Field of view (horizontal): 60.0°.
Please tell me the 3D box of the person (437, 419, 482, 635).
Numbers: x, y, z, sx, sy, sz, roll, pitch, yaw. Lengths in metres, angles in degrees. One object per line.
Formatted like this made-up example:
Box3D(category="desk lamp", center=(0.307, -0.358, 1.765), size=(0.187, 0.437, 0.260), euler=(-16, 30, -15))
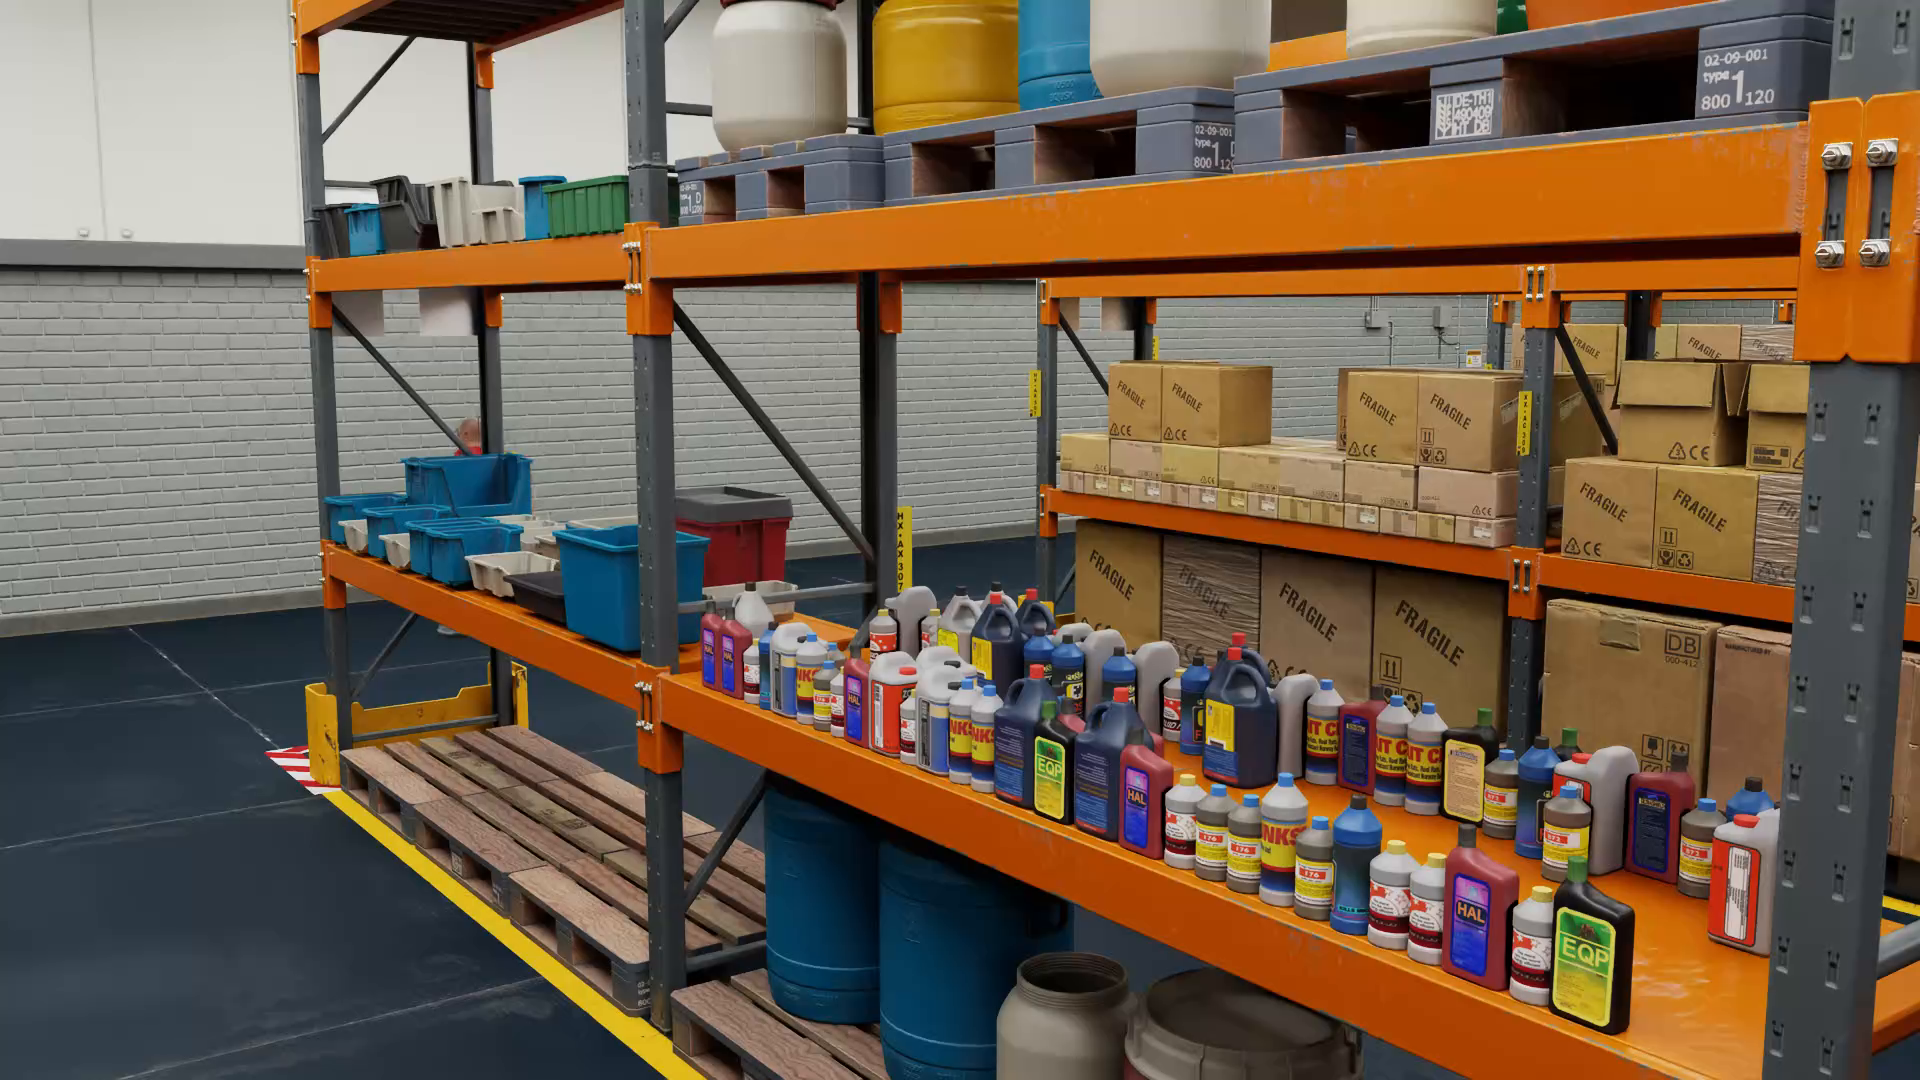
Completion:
Box3D(category="person", center=(-3.785, -0.085, 12.870), size=(0.735, 1.701, 0.529), euler=(2, 8, 13))
